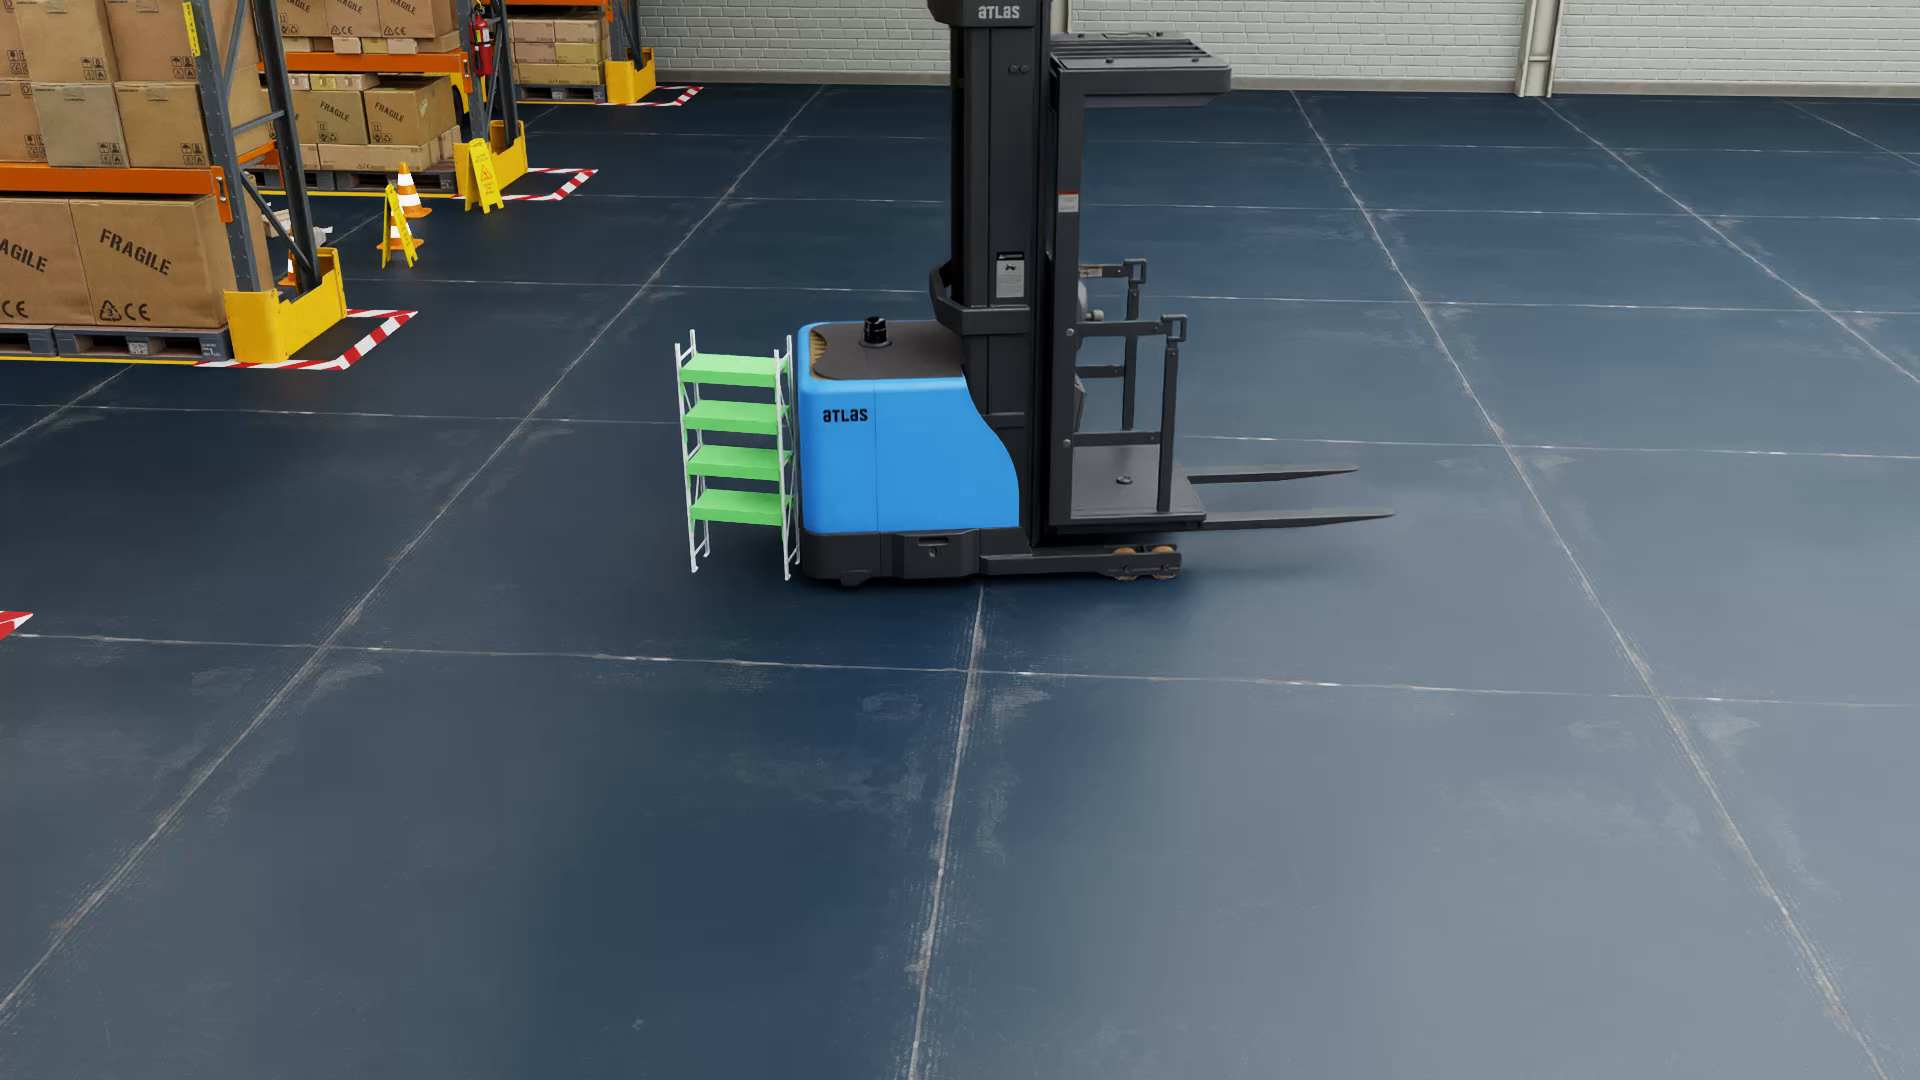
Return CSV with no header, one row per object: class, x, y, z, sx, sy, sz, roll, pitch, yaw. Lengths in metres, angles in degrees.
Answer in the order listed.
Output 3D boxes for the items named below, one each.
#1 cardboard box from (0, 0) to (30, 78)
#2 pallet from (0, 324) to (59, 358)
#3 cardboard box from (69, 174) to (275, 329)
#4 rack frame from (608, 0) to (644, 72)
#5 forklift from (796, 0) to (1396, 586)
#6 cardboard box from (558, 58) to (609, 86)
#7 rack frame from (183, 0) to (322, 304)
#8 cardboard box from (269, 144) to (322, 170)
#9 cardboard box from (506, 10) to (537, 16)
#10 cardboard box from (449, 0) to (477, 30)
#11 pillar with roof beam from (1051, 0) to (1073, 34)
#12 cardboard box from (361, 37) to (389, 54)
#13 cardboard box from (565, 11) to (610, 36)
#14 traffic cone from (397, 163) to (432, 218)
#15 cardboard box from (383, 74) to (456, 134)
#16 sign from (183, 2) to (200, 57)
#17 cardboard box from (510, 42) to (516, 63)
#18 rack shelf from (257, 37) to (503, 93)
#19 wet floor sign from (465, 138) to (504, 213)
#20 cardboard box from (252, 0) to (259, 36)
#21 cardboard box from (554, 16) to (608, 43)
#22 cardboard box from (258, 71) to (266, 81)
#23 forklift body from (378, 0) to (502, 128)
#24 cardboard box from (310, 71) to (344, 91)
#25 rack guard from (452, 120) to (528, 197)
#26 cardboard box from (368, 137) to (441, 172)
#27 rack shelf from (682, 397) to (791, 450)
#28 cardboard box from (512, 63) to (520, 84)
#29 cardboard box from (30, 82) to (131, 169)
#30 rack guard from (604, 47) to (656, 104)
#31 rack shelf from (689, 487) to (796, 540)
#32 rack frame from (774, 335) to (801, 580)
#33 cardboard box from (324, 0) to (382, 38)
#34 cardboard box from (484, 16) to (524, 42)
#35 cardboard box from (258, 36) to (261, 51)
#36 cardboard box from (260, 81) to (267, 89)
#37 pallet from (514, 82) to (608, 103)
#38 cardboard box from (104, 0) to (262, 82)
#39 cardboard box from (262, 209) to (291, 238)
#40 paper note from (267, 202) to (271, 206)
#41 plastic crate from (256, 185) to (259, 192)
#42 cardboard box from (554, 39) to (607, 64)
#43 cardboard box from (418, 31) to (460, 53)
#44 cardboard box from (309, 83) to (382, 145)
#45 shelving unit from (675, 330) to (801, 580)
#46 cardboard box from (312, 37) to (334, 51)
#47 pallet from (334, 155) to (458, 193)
cardboard box,-6.264,-3.456,11.201,0.550,0.550,0.875,2,25,4
pallet,-6.810,-1.582,11.935,1.213,0.211,1.003,2,25,4
cardboard box,-5.475,-2.035,11.624,0.875,0.875,0.875,2,25,4
rack frame,-4.140,-6.951,20.267,0.127,3.000,1.000,2,25,4
forklift,0.694,-1.344,8.164,3.031,2.935,1.130,-2,25,-5
cardboard box,-4.632,-5.776,20.501,0.500,0.250,0.500,2,25,4
rack frame,-4.794,-2.815,11.280,0.127,3.000,1.000,2,25,4
cardboard box,-6.380,-3.771,16.145,0.500,0.250,0.500,1,25,2
cardboard box,-5.601,-6.476,20.826,0.500,0.250,0.500,2,25,4
cardboard box,-4.967,-5.193,15.972,0.500,0.500,0.500,1,25,3
pillar with roof beam,0.888,-8.088,15.561,0.400,9.000,9.100,2,25,4
cardboard box,-5.420,-4.669,15.610,0.250,0.149,0.380,1,25,3
cardboard box,-4.604,-6.441,20.750,0.500,0.250,0.500,1,25,3
traffic cone,-5.043,-3.205,15.163,0.334,0.463,0.336,2,25,4
cardboard box,-5.323,-4.306,16.409,0.500,0.500,0.500,1,25,2
sign,-4.849,-3.223,10.498,0.005,0.325,0.100,2,25,4
cardboard box,-5.664,-6.033,20.462,0.500,0.250,0.500,1,25,3
rack shelf,-6.510,-4.619,16.060,4.000,0.370,1.077,2,25,4
wet floor sign,-4.408,-3.360,15.281,0.232,0.644,0.267,11,27,22
cardboard box,-6.579,-5.024,15.605,0.500,0.500,0.500,2,25,5
cardboard box,-4.623,-6.231,20.295,0.500,0.250,0.500,3,25,6
cardboard box,-6.878,-4.354,16.513,0.500,0.500,0.500,3,25,7
forklift body,-6.170,-5.865,18.924,1.214,2.155,2.313,2,25,4
cardboard box,-5.956,-4.369,15.770,0.250,0.149,0.380,2,25,5
rack guard,-4.592,-3.749,16.299,0.348,0.500,1.175,2,25,4
cardboard box,-5.366,-3.738,16.072,0.500,0.250,0.500,2,25,4
rack shelf,-1.085,-0.572,8.137,0.480,0.148,0.258,4,25,10
cardboard box,-5.625,-5.815,20.587,0.500,0.250,0.500,2,25,5
cardboard box,-5.718,-2.885,11.252,0.550,0.550,0.875,2,25,4
rack guard,-4.116,-5.814,20.788,0.348,0.500,1.175,2,25,4
rack shelf,-1.085,-0.136,8.337,0.480,0.148,0.258,4,25,10
rack frame,-0.845,-0.393,8.170,0.015,1.200,0.240,4,25,10
cardboard box,-5.577,-4.983,15.515,0.500,0.500,0.500,2,25,4
cardboard box,-5.636,-6.257,20.351,0.500,0.250,0.500,2,25,5
cardboard box,-6.686,-4.711,15.699,0.250,0.149,0.380,2,25,4
cardboard box,-6.885,-4.131,16.029,0.500,0.500,0.500,3,25,7
pallet,-4.905,-5.691,20.865,1.213,0.211,1.003,2,25,4
cardboard box,-5.161,-3.402,11.084,0.550,0.550,0.875,2,25,4
cardboard box,-5.977,-2.787,14.628,0.250,0.149,0.380,16,29,31
paper note,-6.508,-3.121,15.496,0.148,0.019,0.142,-7,26,-14
plastic crate,-7.001,-3.291,15.807,0.583,0.080,0.402,-7,26,-14
cardboard box,-4.649,-6.005,20.400,0.500,0.250,0.500,2,25,3
cardboard box,-4.905,-4.690,15.656,0.250,0.149,0.380,3,25,6
cardboard box,-5.855,-4.096,15.954,0.500,0.500,0.500,3,25,6
shelving unit,-1.085,-0.412,8.210,0.503,1.200,0.258,4,25,10
cardboard box,-5.924,-4.732,15.746,0.250,0.149,0.380,2,25,5
pallet,-5.399,-3.658,16.448,1.213,0.211,1.003,2,25,4
